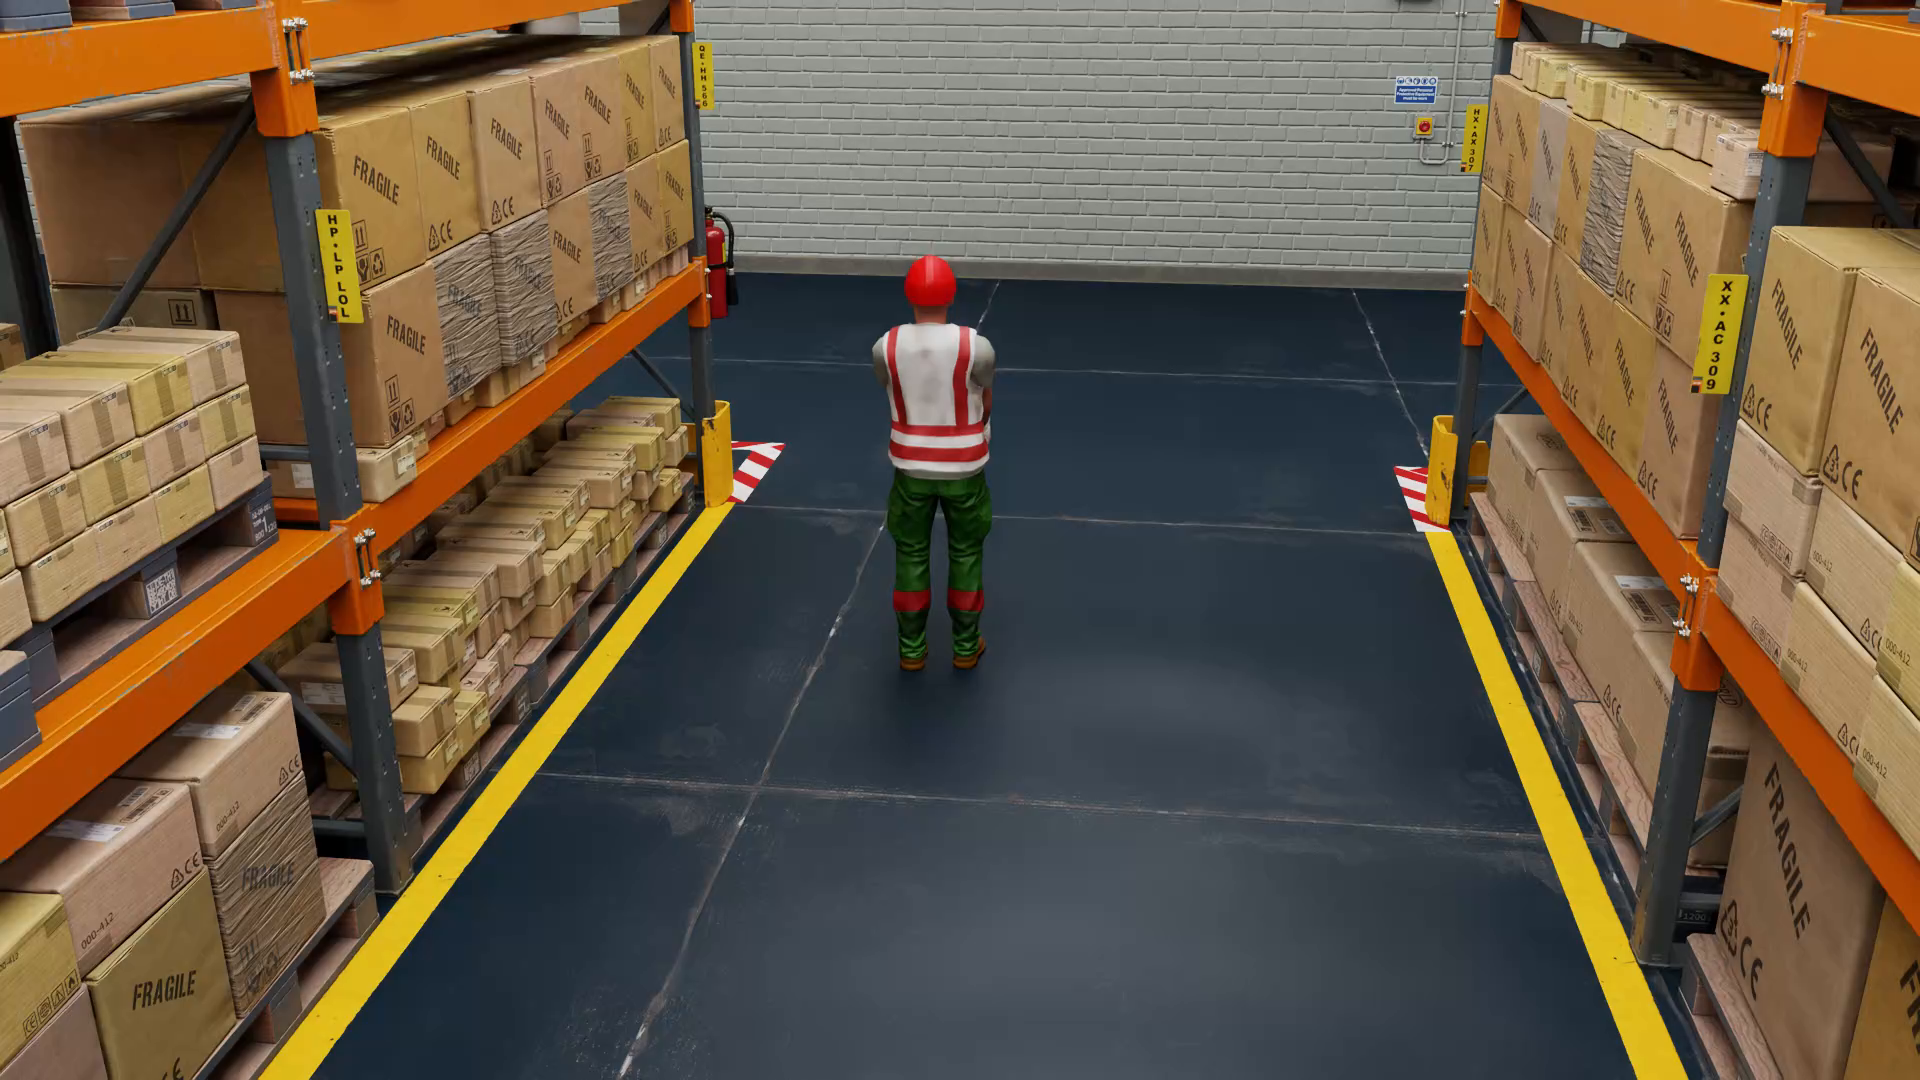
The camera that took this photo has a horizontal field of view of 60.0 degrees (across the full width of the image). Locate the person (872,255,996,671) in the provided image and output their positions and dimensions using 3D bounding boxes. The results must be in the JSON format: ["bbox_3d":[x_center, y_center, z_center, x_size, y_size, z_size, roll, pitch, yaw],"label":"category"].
[{"bbox_3d":[-0.088,-0.332,6.924,0.494,1.782,0.564,2,21,6],"label":"person"}]
